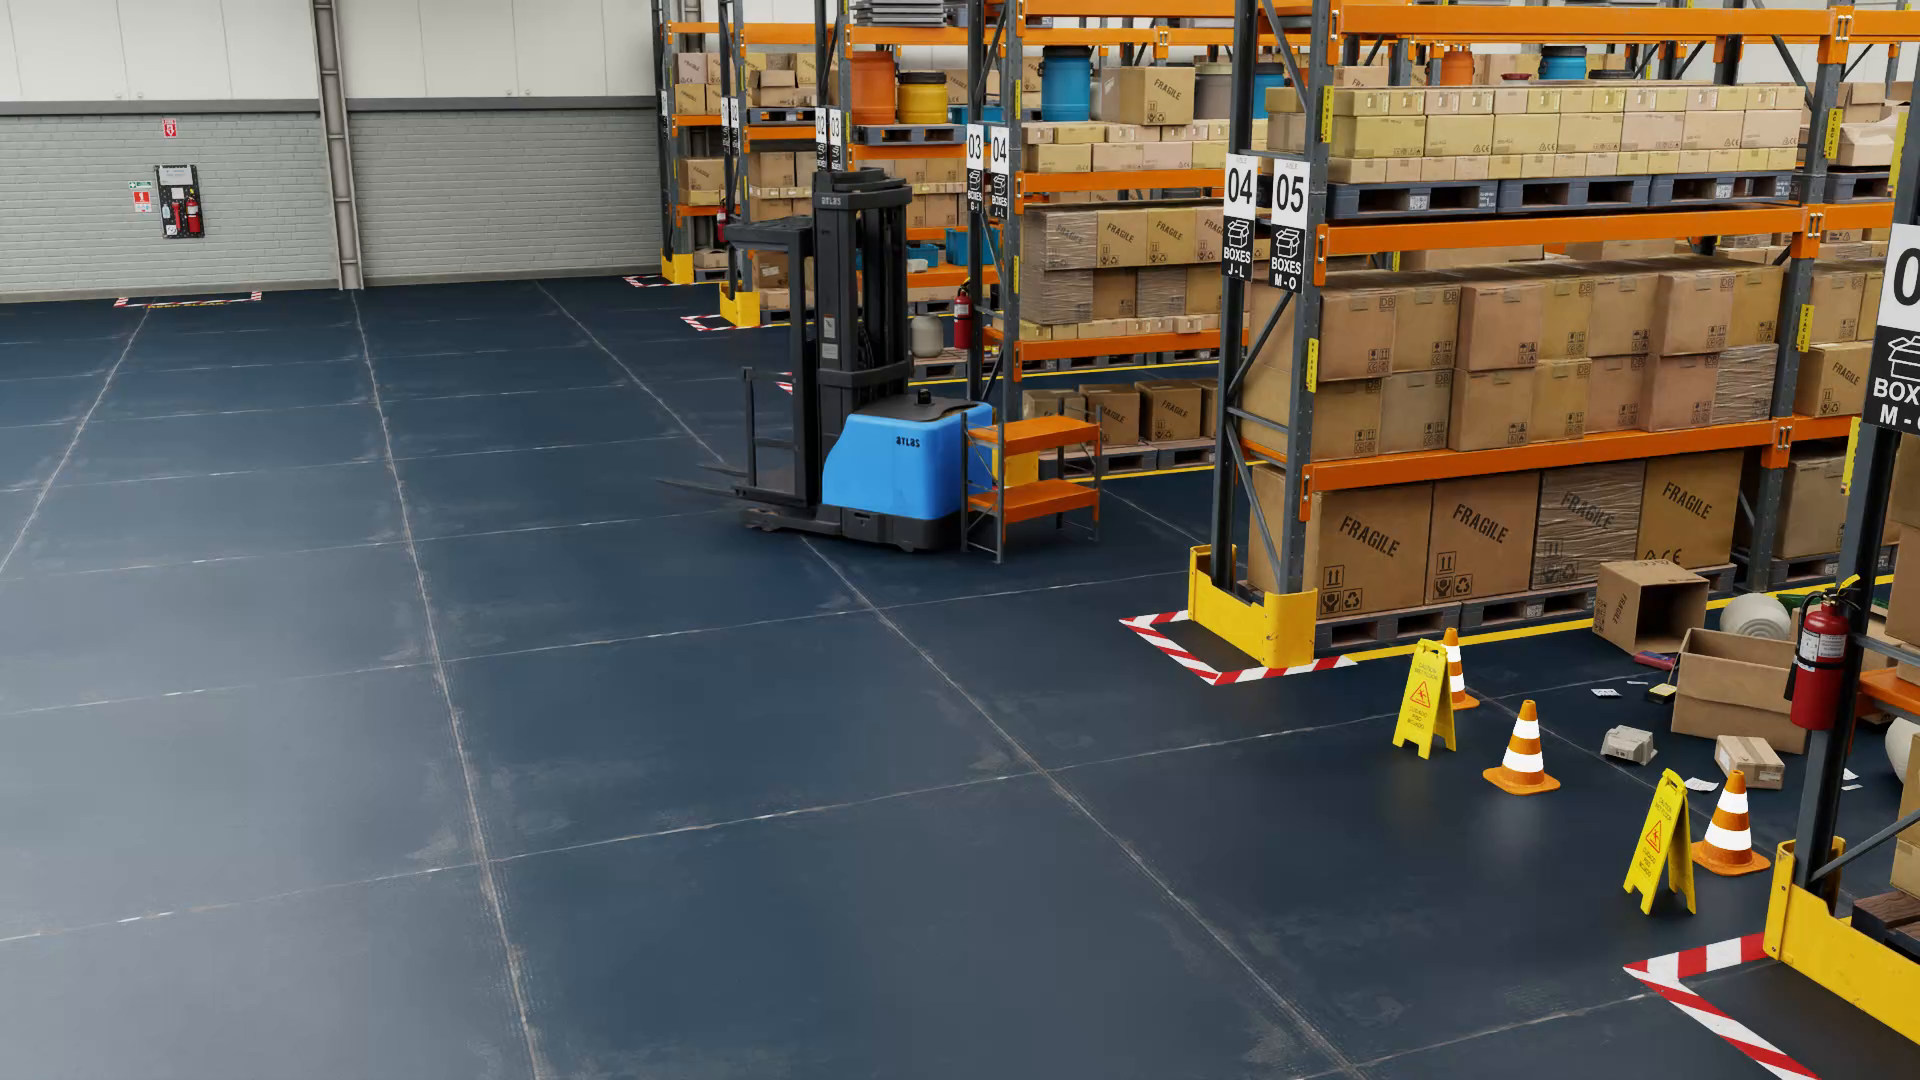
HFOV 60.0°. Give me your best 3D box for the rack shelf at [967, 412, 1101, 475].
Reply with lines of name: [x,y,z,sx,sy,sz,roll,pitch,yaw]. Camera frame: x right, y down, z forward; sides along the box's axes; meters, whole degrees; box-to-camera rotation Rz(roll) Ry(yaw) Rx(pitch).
rack shelf: [0.573,-0.776,13.206,1.000,0.278,0.538,-12,20,-36]

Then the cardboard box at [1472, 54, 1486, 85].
cardboard box: [8.407,-7.930,28.004,0.500,0.500,0.700,-6,17,-20]

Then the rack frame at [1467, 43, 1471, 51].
rack frame: [9.926,-10.489,33.346,0.127,3.000,1.000,-6,17,-20]

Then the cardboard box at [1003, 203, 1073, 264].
cardboard box: [0.728,-2.879,15.597,0.500,0.500,0.500,-6,17,-20]

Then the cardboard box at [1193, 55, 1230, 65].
cardboard box: [4.812,-9.152,31.826,0.500,0.250,0.500,-7,18,-22]

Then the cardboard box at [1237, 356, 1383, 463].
cardboard box: [2.313,-0.894,11.052,0.550,0.550,0.875,-6,17,-20]

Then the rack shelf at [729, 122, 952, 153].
rack shelf: [-1.371,-5.990,24.626,4.000,0.370,1.077,-6,17,-20]

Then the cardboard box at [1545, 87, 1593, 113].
cardboard box: [3.835,-2.827,10.685,0.250,0.149,0.380,-6,17,-19]

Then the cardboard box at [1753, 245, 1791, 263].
cardboard box: [8.805,-2.972,18.219,0.500,0.500,0.500,-7,18,-22]

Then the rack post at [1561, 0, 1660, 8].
rack post: [8.938,-7.366,22.846,0.954,0.300,0.937,-7,18,-21]

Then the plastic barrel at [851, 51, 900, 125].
plastic barrel: [-1.061,-5.320,19.560,0.708,0.830,0.600,-6,17,-20]

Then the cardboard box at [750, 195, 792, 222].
cardboard box: [-2.798,-4.786,24.395,0.500,0.500,0.700,-6,17,-20]

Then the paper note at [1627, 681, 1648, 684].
paper note: [4.282,0.903,10.507,0.123,0.001,0.032,3,17,9]

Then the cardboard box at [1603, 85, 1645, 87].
cardboard box: [4.546,-3.102,11.623,0.250,0.149,0.380,-6,18,-21]

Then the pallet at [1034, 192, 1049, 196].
pallet: [1.828,-6.612,31.131,1.003,0.211,1.213,-6,17,-20]

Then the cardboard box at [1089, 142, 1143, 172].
cardboard box: [1.325,-3.489,15.099,0.500,0.250,0.500,-7,18,-21]

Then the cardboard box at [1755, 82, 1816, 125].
cardboard box: [9.091,-4.774,18.284,0.500,0.500,0.500,-5,17,-17]

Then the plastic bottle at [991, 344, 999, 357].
plastic bottle: [0.432,-2.371,20.533,0.097,0.201,0.097,0,16,0]

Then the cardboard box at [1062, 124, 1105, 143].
cardboard box: [1.111,-3.672,15.013,0.250,0.149,0.380,-6,18,-21]

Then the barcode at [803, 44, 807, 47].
barcode: [-2.731,-8.724,29.289,0.075,0.075,0.001,-6,17,-20]

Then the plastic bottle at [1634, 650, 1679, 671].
plastic bottle: [4.546,0.790,10.799,0.133,0.061,0.283,-14,21,-39]

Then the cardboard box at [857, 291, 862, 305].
cardboard box: [-1.725,-3.674,24.920,0.500,0.250,0.500,-6,17,-20]

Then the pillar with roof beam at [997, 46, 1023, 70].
pillar with roof beam: [2.473,-8.646,27.071,0.400,9.000,9.100,-6,17,-20]

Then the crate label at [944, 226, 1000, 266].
crate label: [0.152,-3.665,20.691,0.616,0.435,0.502,-6,17,-20]

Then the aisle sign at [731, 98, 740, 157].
aisle sign: [-3.190,-5.855,23.597,0.004,0.787,0.394,-6,17,-20]

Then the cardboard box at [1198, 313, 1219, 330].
cardboard box: [2.276,-2.119,15.936,0.250,0.149,0.380,-6,17,-20]

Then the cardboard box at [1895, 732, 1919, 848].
cardboard box: [4.504,1.128,7.236,0.500,0.500,0.500,-6,17,-20]

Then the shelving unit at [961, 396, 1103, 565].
shelving unit: [0.573,-0.495,13.288,1.048,1.125,0.538,-12,20,-36]

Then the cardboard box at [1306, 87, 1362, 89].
cardboard box: [2.410,-2.871,10.836,0.250,0.149,0.380,-6,17,-20]

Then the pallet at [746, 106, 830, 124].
pallet: [-2.569,-6.156,24.070,1.213,0.211,1.003,-6,17,-20]

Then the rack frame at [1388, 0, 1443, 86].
rack frame: [6.001,-7.076,21.723,0.127,3.000,1.000,-6,17,-20]

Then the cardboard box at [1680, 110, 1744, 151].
cardboard box: [4.878,-2.767,11.189,0.500,0.250,0.500,-6,17,-20]

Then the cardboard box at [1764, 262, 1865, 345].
cardboard box: [6.180,-1.755,12.299,0.500,0.500,0.700,-6,18,-21]

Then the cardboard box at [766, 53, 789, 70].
cardboard box: [-3.259,-8.237,29.012,0.500,0.500,0.500,-6,17,-20]

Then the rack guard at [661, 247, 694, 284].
rack guard: [-4.944,-4.806,29.076,0.348,0.500,1.175,-6,17,-20]

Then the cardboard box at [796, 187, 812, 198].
cardboard box: [-2.316,-5.089,24.275,0.250,0.149,0.380,-6,17,-20]

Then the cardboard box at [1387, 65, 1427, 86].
cardboard box: [7.470,-7.610,27.764,0.600,0.600,0.600,-8,18,-25]

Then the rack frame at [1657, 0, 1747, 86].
rack frame: [7.773,-5.773,17.285,0.127,3.000,1.000,-6,17,-20]

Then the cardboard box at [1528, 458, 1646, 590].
cardboard box: [4.266,-0.221,12.053,0.875,0.875,0.875,-6,17,-20]

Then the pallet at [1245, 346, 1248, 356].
pallet: [4.126,-2.670,22.315,1.213,0.211,1.003,-6,17,-20]

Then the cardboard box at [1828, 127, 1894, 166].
cardboard box: [6.371,-2.795,11.785,0.396,0.266,0.258,-6,18,-21]

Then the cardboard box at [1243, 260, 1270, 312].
cardboard box: [2.685,-2.535,16.200,0.500,0.500,0.875,-6,17,-20]

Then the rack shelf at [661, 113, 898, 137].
rack shelf: [-3.147,-7.293,29.063,4.000,0.370,1.077,-6,17,-20]

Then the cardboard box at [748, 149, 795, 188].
cardboard box: [-2.749,-5.414,24.231,0.500,0.500,0.700,-6,17,-20]

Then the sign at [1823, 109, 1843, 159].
sign: [5.918,-2.755,11.275,0.005,0.325,0.100,-6,17,-20]

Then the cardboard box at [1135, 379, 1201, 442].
cardboard box: [2.029,-1.276,16.310,0.500,0.500,0.500,-4,17,-15]

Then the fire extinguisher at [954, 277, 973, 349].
fire extinguisher: [0.031,-2.160,15.768,0.183,0.674,0.296,-6,17,-20]

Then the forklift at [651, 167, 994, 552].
forklift: [-1.247,-1.594,13.825,3.031,2.935,1.130,9,19,29]

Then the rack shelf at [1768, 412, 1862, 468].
rack shelf: [7.586,-1.032,13.067,4.000,0.370,1.077,-6,17,-20]

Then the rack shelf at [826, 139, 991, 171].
rack shelf: [0.398,-4.687,20.187,4.000,0.370,1.077,-6,17,-20]

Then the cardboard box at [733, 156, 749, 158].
cardboard box: [-3.696,-6.500,29.308,0.500,0.500,0.500,-7,18,-22]

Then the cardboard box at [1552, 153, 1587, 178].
cardboard box: [3.834,-2.444,10.797,0.250,0.149,0.380,-6,17,-20]

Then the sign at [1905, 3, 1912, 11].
sign: [13.683,-7.585,24.028,0.005,0.325,0.100,-6,17,-20]

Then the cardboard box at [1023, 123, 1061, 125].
cardboard box: [0.735,-3.752,15.285,0.250,0.149,0.380,-7,18,-22]
